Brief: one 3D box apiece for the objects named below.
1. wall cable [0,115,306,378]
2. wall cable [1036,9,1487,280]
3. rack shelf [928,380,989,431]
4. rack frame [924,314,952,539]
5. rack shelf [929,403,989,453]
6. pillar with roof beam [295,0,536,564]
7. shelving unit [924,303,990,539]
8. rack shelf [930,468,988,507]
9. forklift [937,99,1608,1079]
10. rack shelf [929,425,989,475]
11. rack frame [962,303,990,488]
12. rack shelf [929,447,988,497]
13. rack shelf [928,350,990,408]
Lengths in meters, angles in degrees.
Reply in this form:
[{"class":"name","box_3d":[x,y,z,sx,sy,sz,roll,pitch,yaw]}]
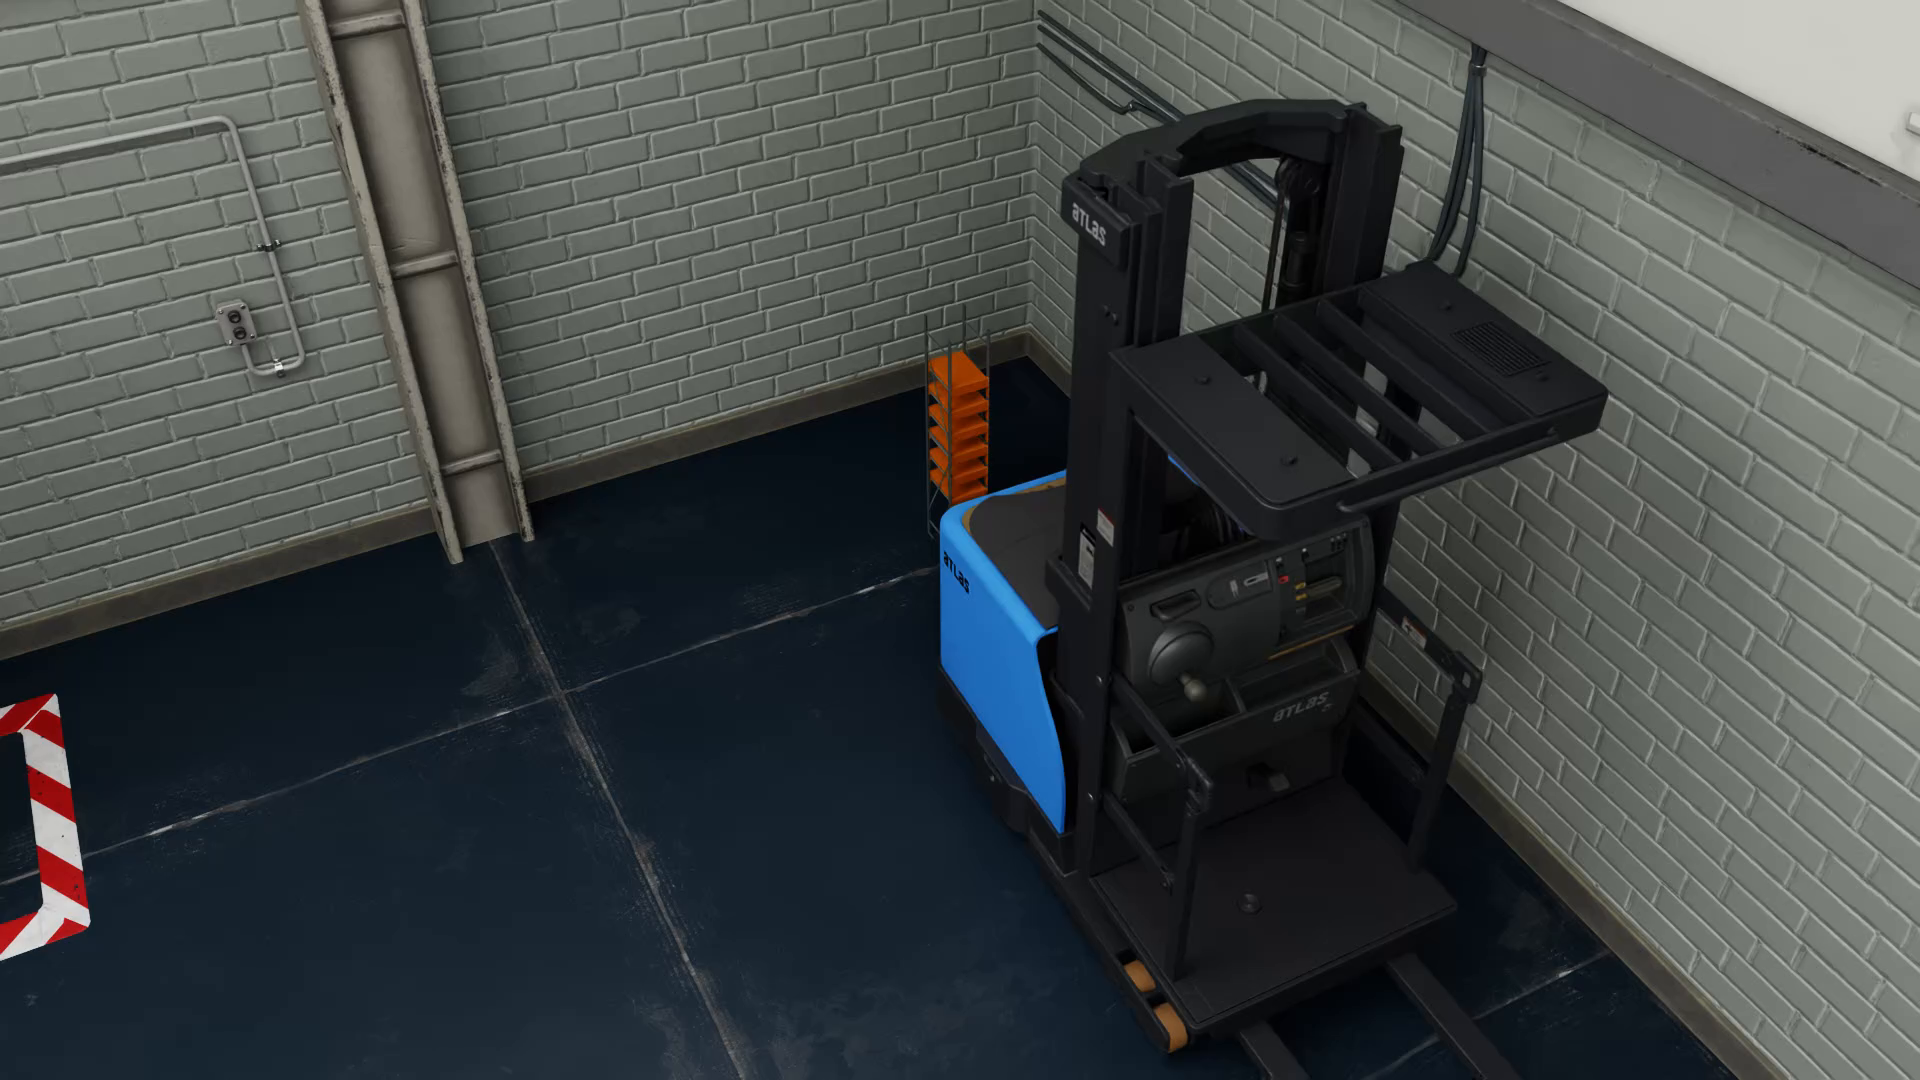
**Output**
[{"class":"wall cable","box_3d":[-3.517,-1.190,6.037,1.851,1.984,0.084,-19,44,-21]},{"class":"wall cable","box_3d":[0.966,-2.466,6.090,0.112,2.526,3.097,-19,44,-21]},{"class":"rack shelf","box_3d":[-0.013,-0.603,7.220,0.180,0.103,0.258,-19,44,-21]},{"class":"rack frame","box_3d":[-0.094,-0.426,7.314,0.006,1.200,0.240,-19,44,-21]},{"class":"rack shelf","box_3d":[-0.013,-0.511,7.297,0.180,0.103,0.258,-19,44,-21]},{"class":"pillar with roof beam","box_3d":[-0.232,-1.003,1.958,0.400,9.000,9.100,-19,44,-21]},{"class":"shelving unit","box_3d":[-0.013,-0.454,7.346,0.189,1.200,0.258,-19,44,-21]},{"class":"rack shelf","box_3d":[-0.013,-0.237,7.530,0.180,0.103,0.258,-19,44,-21]},{"class":"forklift","box_3d":[1.021,0.295,5.122,1.130,2.935,3.031,-18,43,-20]},{"class":"rack shelf","box_3d":[-0.013,-0.420,7.375,0.180,0.103,0.258,-19,44,-21]},{"class":"rack frame","box_3d":[0.068,-0.481,7.378,0.006,1.200,0.240,-19,44,-21]},{"class":"rack shelf","box_3d":[-0.013,-0.328,7.452,0.180,0.103,0.258,-19,44,-21]},{"class":"rack shelf","box_3d":[-0.013,-0.694,7.142,0.180,0.103,0.258,-19,44,-21]}]
